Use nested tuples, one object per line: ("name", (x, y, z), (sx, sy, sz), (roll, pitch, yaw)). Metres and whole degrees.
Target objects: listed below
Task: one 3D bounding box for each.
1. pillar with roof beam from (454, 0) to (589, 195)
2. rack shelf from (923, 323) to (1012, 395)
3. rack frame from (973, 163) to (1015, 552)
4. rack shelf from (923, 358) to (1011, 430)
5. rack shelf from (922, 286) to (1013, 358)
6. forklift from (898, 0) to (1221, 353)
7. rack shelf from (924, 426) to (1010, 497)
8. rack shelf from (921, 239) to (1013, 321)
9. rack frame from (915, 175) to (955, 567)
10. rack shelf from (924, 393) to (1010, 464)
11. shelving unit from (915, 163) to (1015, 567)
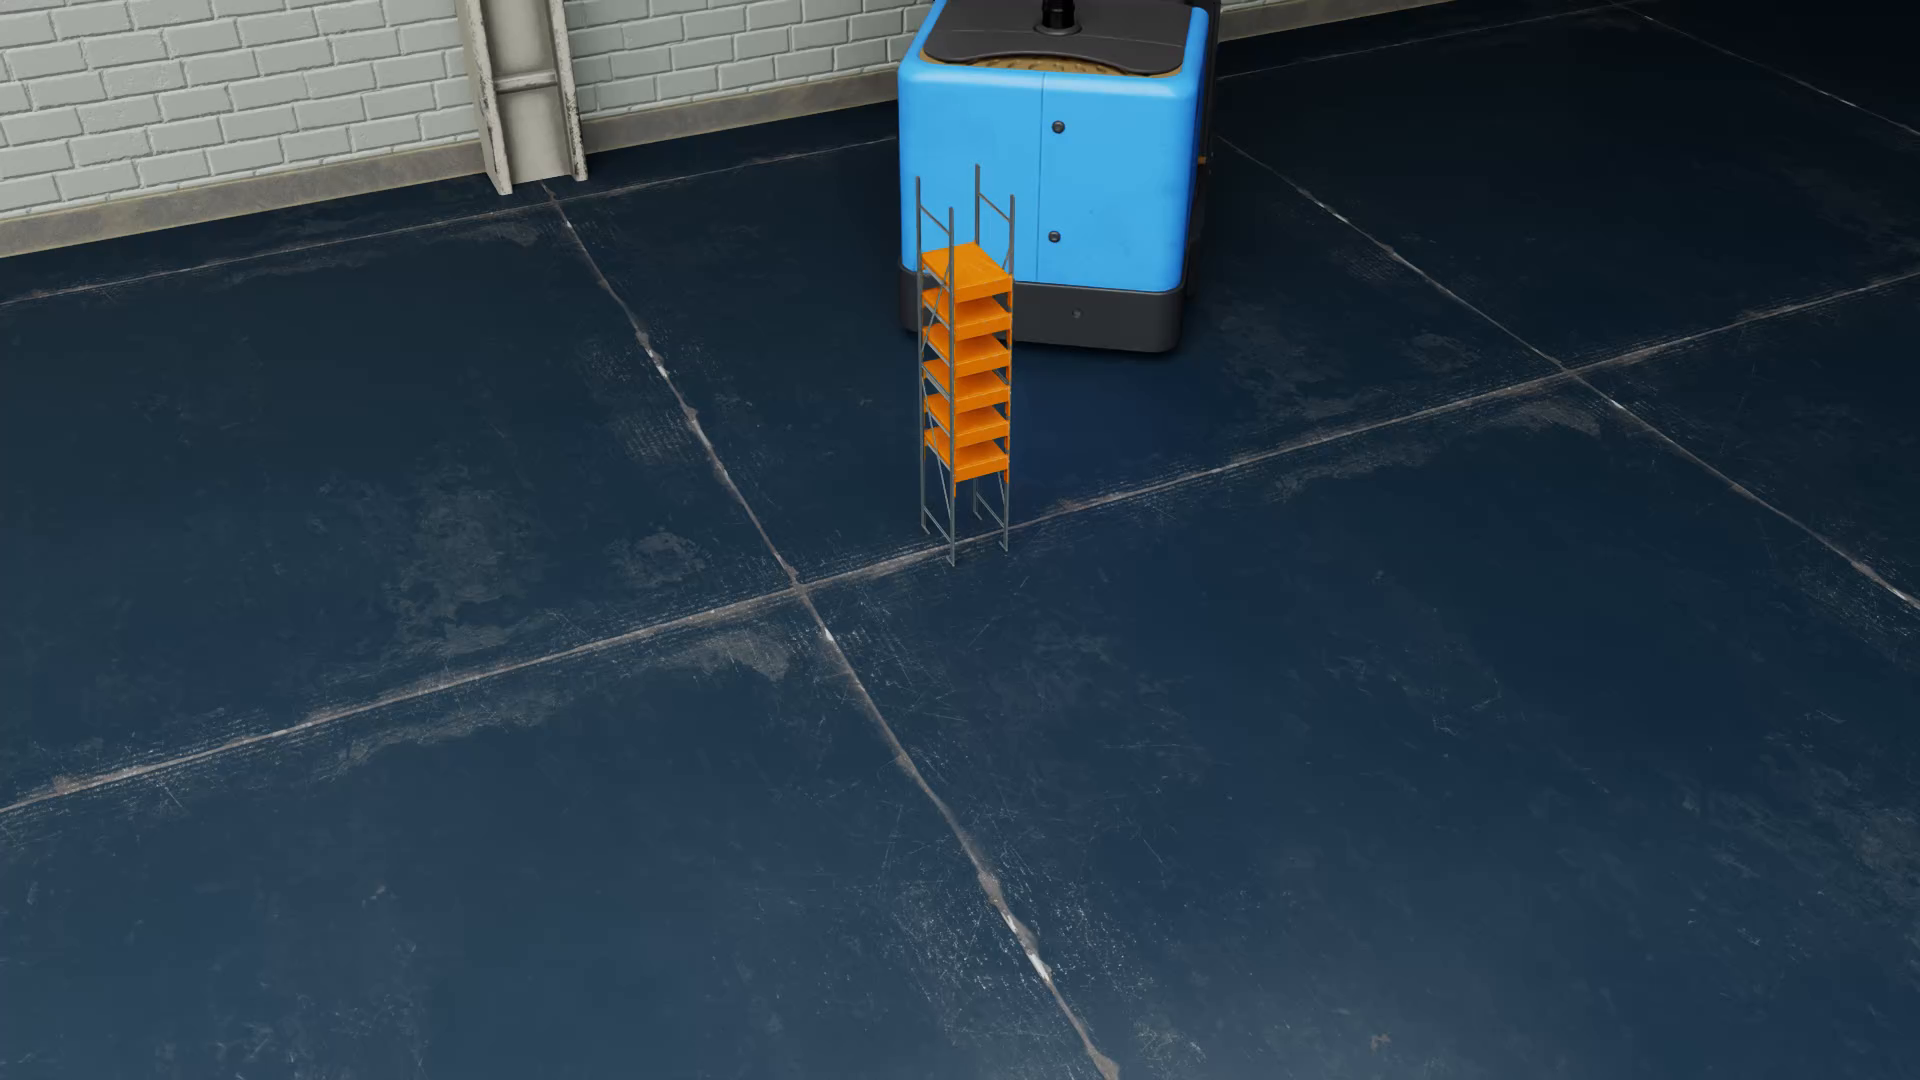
("pillar with roof beam", (-0.071, -2.936, 1.654), (0.400, 9.000, 9.100), (-16, 39, -20))
("rack shelf", (0.013, -0.546, 4.852), (0.180, 0.103, 0.258), (-16, 39, -20))
("rack frame", (0.096, -0.509, 4.929), (0.006, 1.200, 0.240), (-16, 39, -20))
("rack shelf", (0.013, -0.450, 4.924), (0.180, 0.103, 0.258), (-16, 39, -20))
("rack shelf", (0.013, -0.643, 4.781), (0.180, 0.103, 0.258), (-16, 39, -20))
("forklift", (0.532, -2.732, 6.473), (1.130, 2.935, 3.031), (6, 37, 8))
("rack shelf", (0.013, -0.257, 5.067), (0.180, 0.103, 0.258), (-16, 39, -20))
("rack shelf", (0.013, -0.739, 4.710), (0.180, 0.103, 0.258), (-16, 39, -20))
("rack frame", (-0.070, -0.462, 4.866), (0.006, 1.200, 0.240), (-16, 39, -20))
("rack shelf", (0.013, -0.354, 4.995), (0.180, 0.103, 0.258), (-16, 39, -20))
("shelving unit", (0.013, -0.486, 4.898), (0.189, 1.200, 0.258), (-16, 39, -20))
